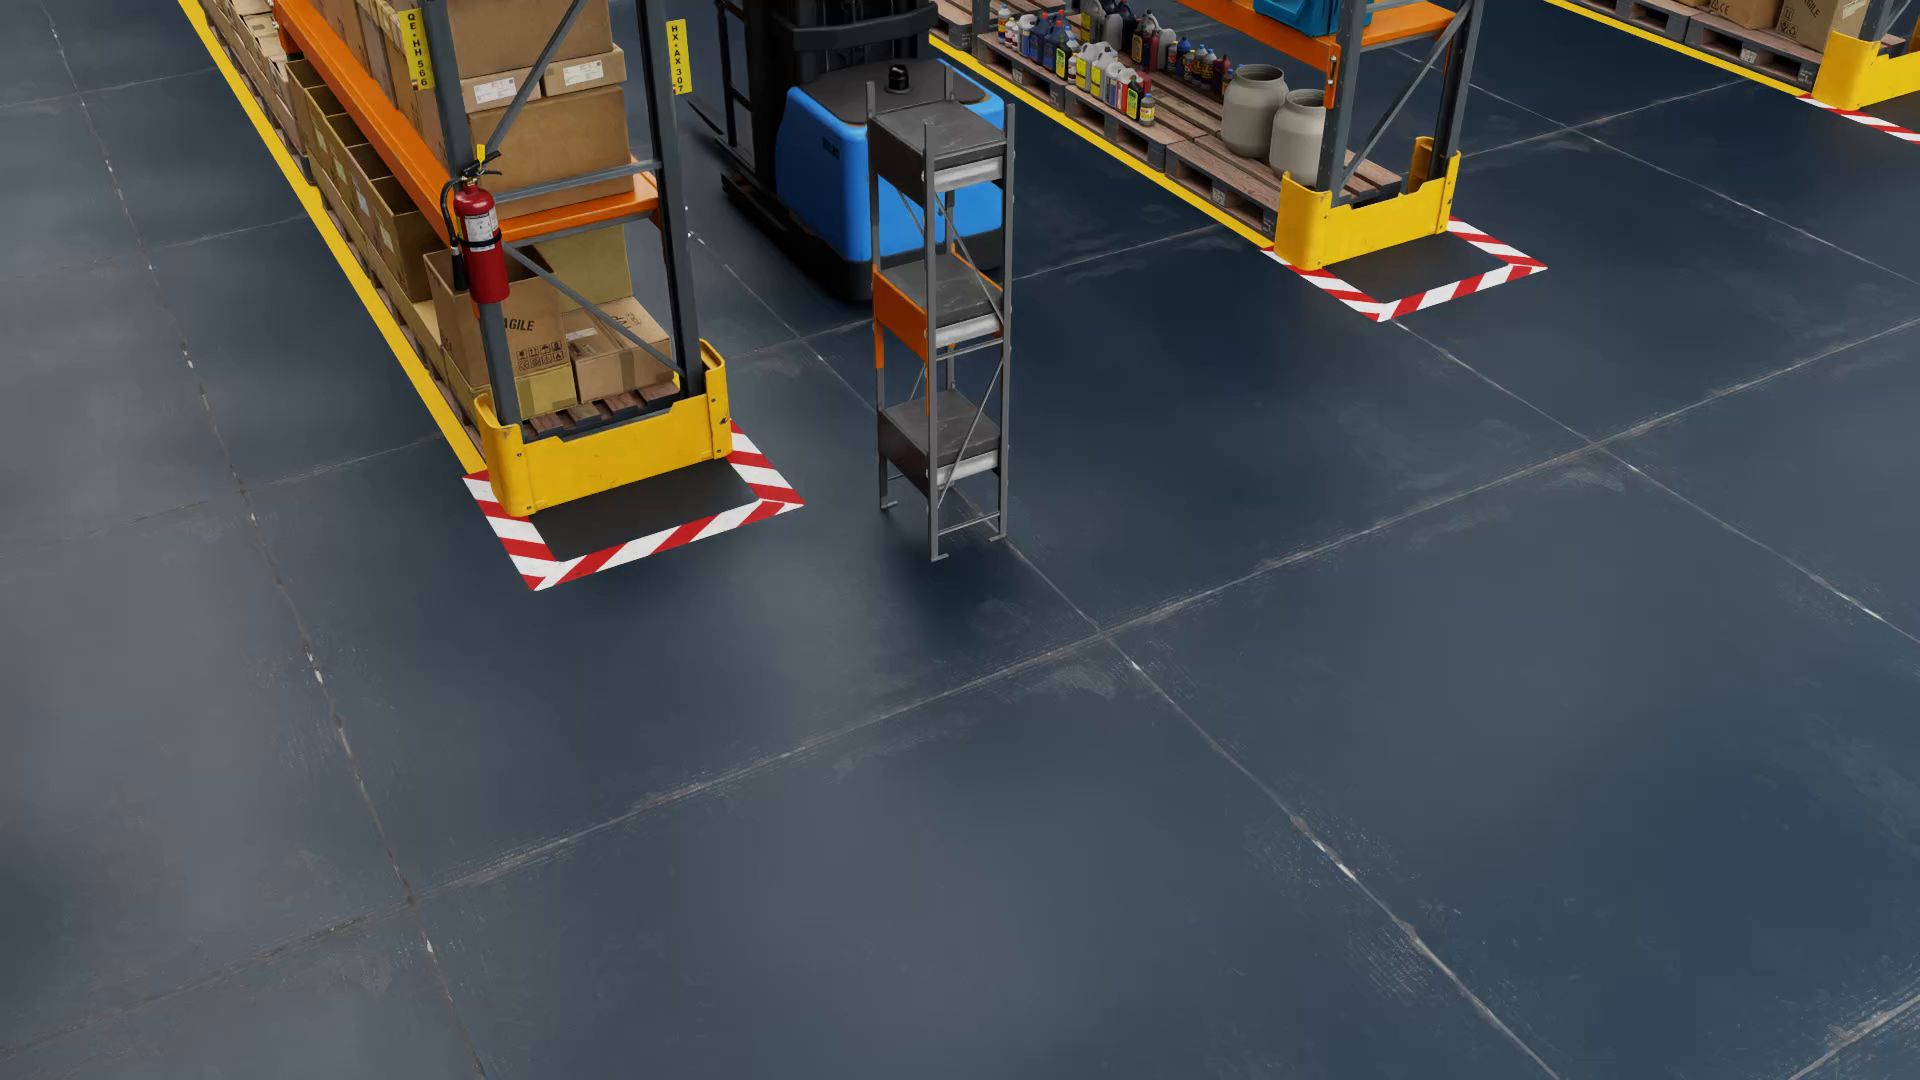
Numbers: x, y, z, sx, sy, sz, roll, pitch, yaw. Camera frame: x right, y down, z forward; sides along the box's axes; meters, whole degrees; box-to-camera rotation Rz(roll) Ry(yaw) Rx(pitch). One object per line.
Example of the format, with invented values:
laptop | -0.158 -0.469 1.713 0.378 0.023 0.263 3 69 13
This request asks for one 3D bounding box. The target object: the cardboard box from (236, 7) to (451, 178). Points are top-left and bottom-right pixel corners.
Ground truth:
cardboard box | -3.418 -2.888 9.788 1.023 1.340 4.930 -18 40 -23

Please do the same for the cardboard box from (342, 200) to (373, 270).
cardboard box | -3.269 -1.837 9.698 0.500 0.250 0.500 -19 40 -24

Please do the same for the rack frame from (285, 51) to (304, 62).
rack frame | -3.733 -3.618 10.160 1.000 3.000 0.127 -19 40 -24

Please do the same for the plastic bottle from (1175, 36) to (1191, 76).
plastic bottle | 1.596 -3.466 11.892 0.097 0.271 0.097 0 36 0

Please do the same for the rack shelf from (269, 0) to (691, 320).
rack shelf | -2.728 -2.307 8.976 1.077 0.370 4.000 -19 40 -24

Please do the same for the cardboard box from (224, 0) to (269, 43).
cardboard box | -4.949 -3.801 11.910 0.500 0.311 0.500 -19 40 -24

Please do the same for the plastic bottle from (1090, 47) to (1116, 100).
plastic bottle | 1.000 -3.249 11.528 0.144 0.351 0.185 -17 40 -22

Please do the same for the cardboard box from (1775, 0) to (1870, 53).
cardboard box | 6.545 -3.995 12.440 0.500 0.500 0.500 -12 38 -16

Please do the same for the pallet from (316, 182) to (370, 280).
pallet | -3.370 -2.074 10.410 1.003 0.211 1.213 -19 40 -24

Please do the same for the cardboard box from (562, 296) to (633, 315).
cardboard box | -2.055 -1.230 8.866 0.500 0.250 0.500 -19 40 -24

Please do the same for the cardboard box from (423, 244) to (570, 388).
cardboard box | -2.250 -1.125 8.087 0.500 0.500 0.500 -19 40 -24

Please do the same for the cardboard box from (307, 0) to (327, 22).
cardboard box | -3.505 -3.433 9.823 0.700 0.500 0.500 -20 41 -25

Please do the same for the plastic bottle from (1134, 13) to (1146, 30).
plastic bottle | 1.339 -3.753 12.275 0.061 0.283 0.133 -16 39 -21

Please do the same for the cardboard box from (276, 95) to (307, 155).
cardboard box | -4.192 -2.802 11.019 0.500 0.250 0.500 -19 40 -24

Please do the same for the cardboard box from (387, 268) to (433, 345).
cardboard box | -2.763 -1.329 9.001 0.500 0.250 0.500 -19 40 -24

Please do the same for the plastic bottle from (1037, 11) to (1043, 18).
plastic bottle | 0.611 -3.747 12.267 0.061 0.283 0.133 -19 40 -24

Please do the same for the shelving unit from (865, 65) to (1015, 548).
shelving unit | -0.084 -0.933 7.248 0.431 2.100 0.499 -19 40 -24

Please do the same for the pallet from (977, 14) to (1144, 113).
pallet | 0.853 -3.602 12.503 1.003 0.211 1.213 -19 40 -24

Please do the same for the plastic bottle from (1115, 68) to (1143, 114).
plastic bottle | 1.157 -3.065 11.339 0.152 0.276 0.135 -19 40 -24

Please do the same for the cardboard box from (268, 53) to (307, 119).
cardboard box | -4.184 -3.025 10.848 0.500 0.311 0.500 -19 40 -24

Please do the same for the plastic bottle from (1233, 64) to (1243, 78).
plastic bottle | 1.920 -3.136 11.441 0.097 0.271 0.097 0 36 0

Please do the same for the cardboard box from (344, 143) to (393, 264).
cardboard box | -3.015 -1.886 9.128 0.500 0.500 0.500 -19 40 -24

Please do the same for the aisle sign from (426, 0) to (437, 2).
aisle sign | -1.944 -2.507 6.435 0.394 0.787 0.004 -19 40 -24

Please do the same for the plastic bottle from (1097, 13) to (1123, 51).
plastic bottle | 1.105 -3.764 12.296 0.152 0.276 0.135 -19 40 -24

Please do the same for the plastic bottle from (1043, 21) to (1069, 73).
plastic bottle | 0.693 -3.560 11.955 0.144 0.351 0.185 -21 41 -26

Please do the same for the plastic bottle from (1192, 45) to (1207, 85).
plastic bottle | 1.697 -3.362 11.750 0.097 0.271 0.097 0 36 0

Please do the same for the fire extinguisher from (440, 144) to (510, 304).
fire extinguisher | -2.066 -1.348 7.119 0.296 0.674 0.183 -19 40 -24

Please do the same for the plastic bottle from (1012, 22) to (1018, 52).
plastic bottle | 0.435 -3.735 12.320 0.097 0.201 0.097 0 36 0

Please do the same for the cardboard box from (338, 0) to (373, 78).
cardboard box | -2.985 -2.909 9.106 0.700 0.500 0.500 -18 40 -23

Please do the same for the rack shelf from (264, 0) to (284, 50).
rack shelf | -4.738 -4.347 11.768 1.077 0.370 4.000 -19 40 -24

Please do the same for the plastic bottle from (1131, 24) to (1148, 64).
plastic bottle | 1.307 -3.615 12.086 0.061 0.283 0.133 -19 40 -24

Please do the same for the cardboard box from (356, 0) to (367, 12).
cardboard box | -2.861 -2.809 8.418 0.380 0.149 0.250 -19 40 -25

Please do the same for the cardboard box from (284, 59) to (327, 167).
cardboard box | -3.771 -2.650 10.175 0.500 0.500 0.500 -19 40 -24

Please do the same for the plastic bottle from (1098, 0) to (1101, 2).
plastic bottle | 1.079 -4.017 12.636 0.061 0.283 0.133 -17 39 -22

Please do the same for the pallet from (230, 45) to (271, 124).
pallet | -4.754 -3.479 12.334 1.003 0.211 1.213 -19 40 -24

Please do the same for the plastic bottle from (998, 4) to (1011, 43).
plastic bottle | 0.333 -3.867 12.441 0.097 0.271 0.097 0 36 0

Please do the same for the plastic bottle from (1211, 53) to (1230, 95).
plastic bottle | 1.822 -3.262 11.603 0.061 0.283 0.133 -18 40 -23

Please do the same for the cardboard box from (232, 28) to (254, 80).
cardboard box | -4.956 -3.581 12.086 0.500 0.250 0.500 -18 40 -23

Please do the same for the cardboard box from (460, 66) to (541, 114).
cardboard box | -2.080 -2.018 7.336 0.380 0.149 0.250 -20 40 -25

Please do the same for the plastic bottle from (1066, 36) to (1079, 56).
plastic bottle | -5.758 -6.495 11.402 10.038 5.742 9.096 0 36 0

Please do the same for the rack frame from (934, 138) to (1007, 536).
rack frame | 0.041 -0.808 7.076 0.380 1.831 0.006 -19 40 -24

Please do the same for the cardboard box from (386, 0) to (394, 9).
cardboard box | -2.496 -2.934 8.039 0.700 0.500 0.500 -19 40 -24

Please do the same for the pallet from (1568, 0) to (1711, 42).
pallet | 5.819 -4.470 13.691 1.003 0.211 1.213 -19 40 -24

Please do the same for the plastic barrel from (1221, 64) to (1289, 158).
plastic barrel | 1.913 -2.777 10.762 0.421 0.512 0.421 0 36 0

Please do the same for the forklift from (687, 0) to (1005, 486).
forklift | -0.621 -2.724 8.995 1.782 2.935 5.295 -18 40 -23

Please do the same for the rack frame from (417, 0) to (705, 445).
rack frame | -1.723 -1.578 7.367 1.000 3.000 0.127 -19 40 -24

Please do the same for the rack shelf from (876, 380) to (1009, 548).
rack shelf | -0.083 -0.356 7.667 0.431 0.518 0.480 -19 40 -24

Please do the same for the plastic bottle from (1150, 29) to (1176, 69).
plastic bottle | 1.461 -3.572 12.033 0.152 0.276 0.135 -18 40 -23

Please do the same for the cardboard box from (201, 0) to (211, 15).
cardboard box | -5.733 -4.362 13.155 0.500 0.250 0.500 -19 40 -24

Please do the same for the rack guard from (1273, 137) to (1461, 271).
rack guard | 2.483 -2.059 10.145 1.175 0.500 0.348 -19 40 -24

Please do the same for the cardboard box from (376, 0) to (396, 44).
cardboard box | -2.598 -2.545 8.056 0.380 0.149 0.250 -18 40 -23

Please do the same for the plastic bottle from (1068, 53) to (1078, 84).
plastic bottle | 0.815 -3.349 11.791 0.097 0.201 0.097 0 36 0
